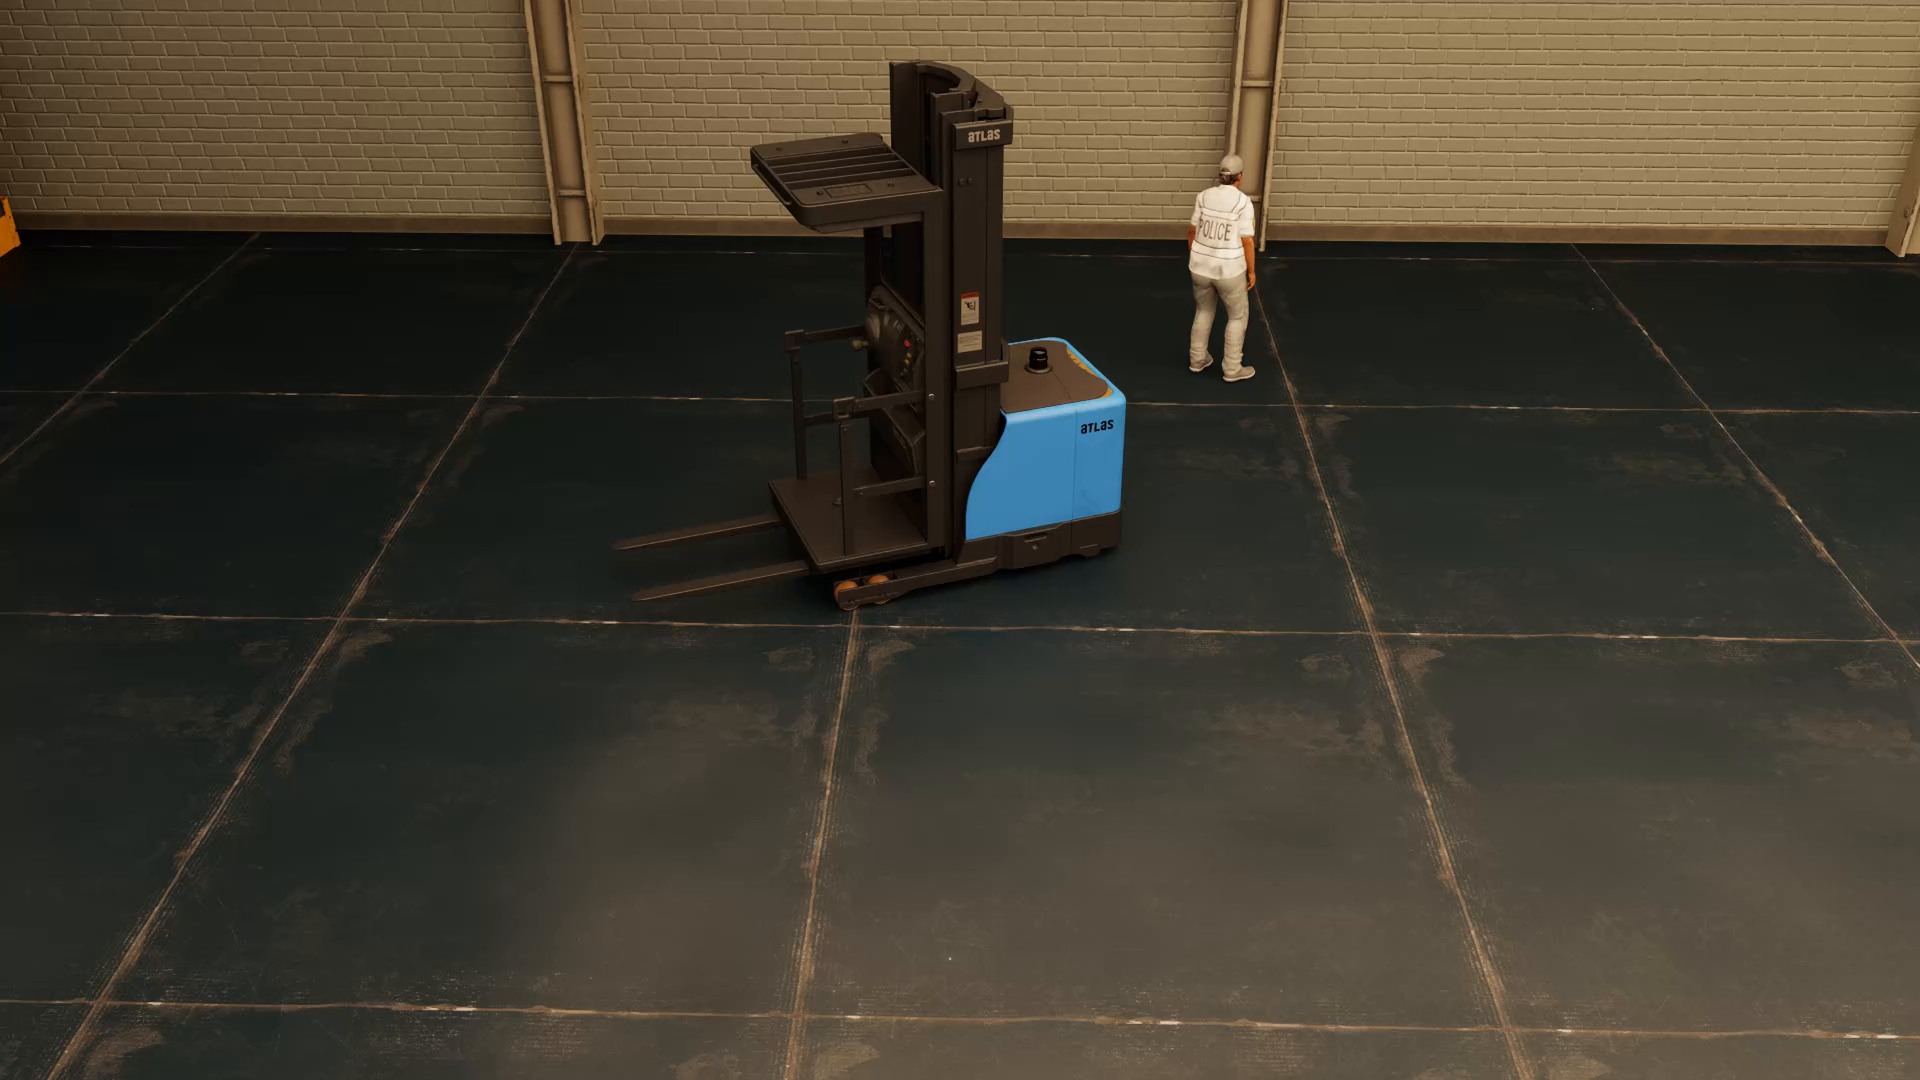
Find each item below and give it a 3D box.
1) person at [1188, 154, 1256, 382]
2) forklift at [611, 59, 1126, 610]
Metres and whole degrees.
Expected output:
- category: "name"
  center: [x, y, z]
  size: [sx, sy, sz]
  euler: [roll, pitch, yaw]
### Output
- category: "person"
  center: [1.946, -2.002, 12.259]
  size: [0.562, 1.665, 0.471]
  euler: [20, 36, 30]
- category: "forklift"
  center: [-0.569, -1.153, 9.570]
  size: [3.031, 2.935, 1.130]
  euler: [-11, 32, -18]
